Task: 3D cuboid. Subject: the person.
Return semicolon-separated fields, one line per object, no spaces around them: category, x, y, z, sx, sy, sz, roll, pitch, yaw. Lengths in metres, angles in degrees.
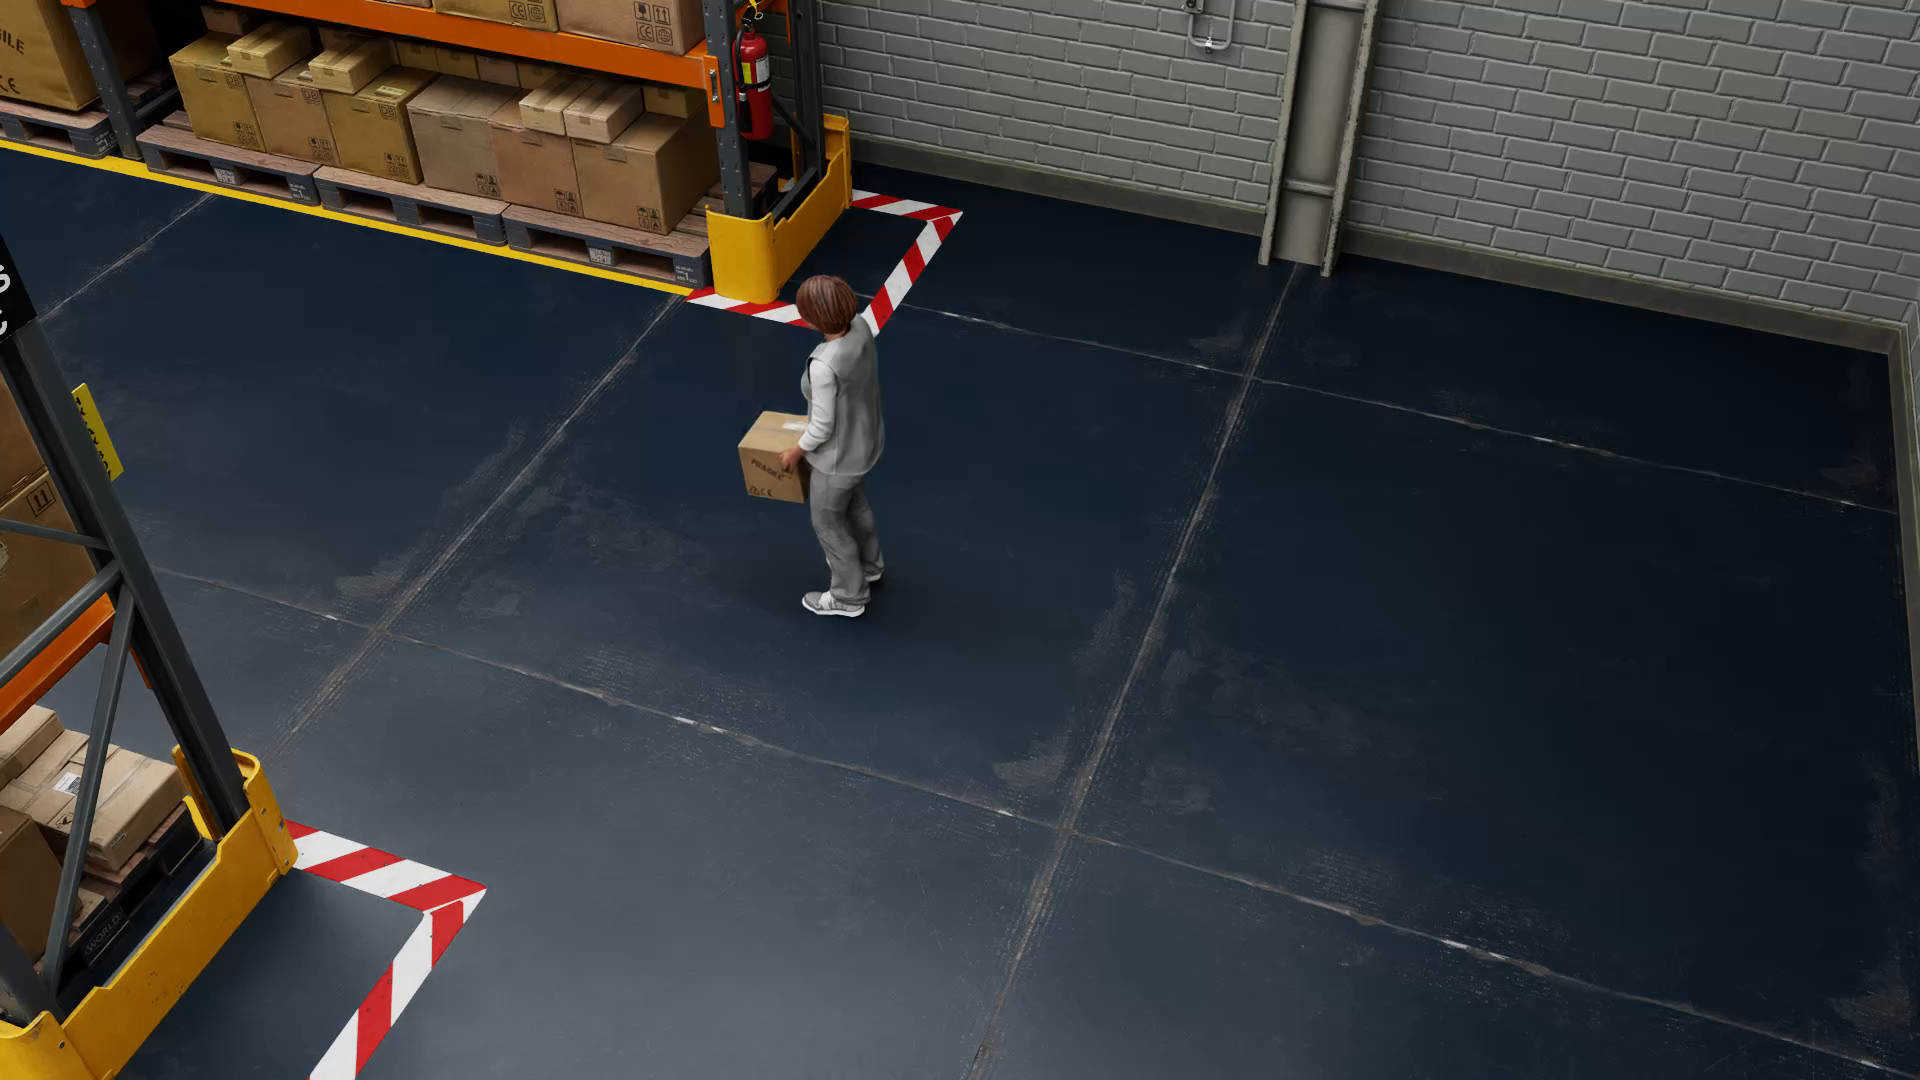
person;-0.493;-0.364;6.564;0.371;1.602;0.445;13;44;14
